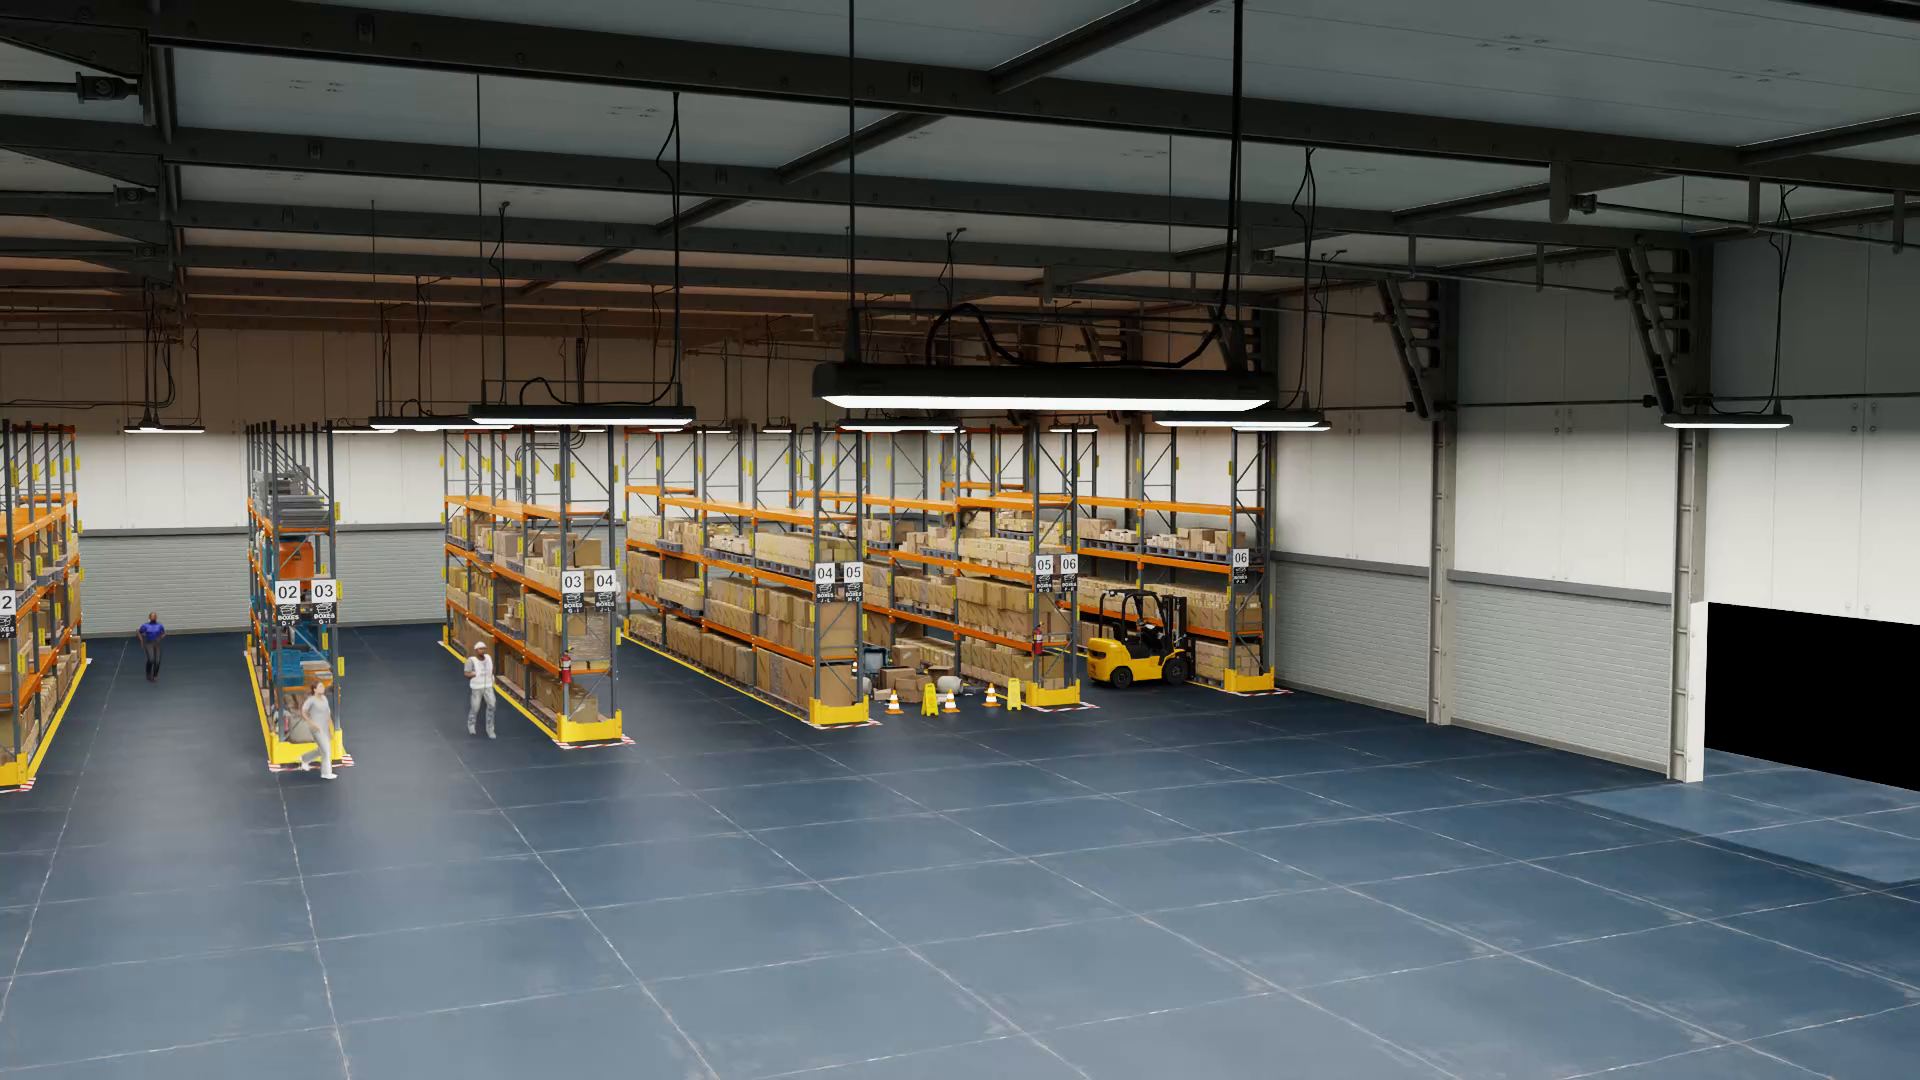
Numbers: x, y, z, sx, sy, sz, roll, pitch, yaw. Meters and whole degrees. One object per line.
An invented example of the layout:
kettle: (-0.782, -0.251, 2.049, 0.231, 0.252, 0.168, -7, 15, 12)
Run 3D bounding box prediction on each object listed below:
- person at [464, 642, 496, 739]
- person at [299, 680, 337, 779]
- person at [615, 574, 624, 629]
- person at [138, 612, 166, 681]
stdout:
person: (-9.119, 2.850, 31.626, 0.704, 1.850, 0.798, -3, 5, -40)
person: (-10.778, 3.167, 27.846, 0.779, 1.632, 0.581, 1, 4, 16)
person: (-10.082, 1.848, 48.793, 0.831, 1.762, 0.756, -2, 4, -27)
person: (-18.734, 2.486, 38.615, 0.552, 1.620, 0.628, -3, 4, -37)
